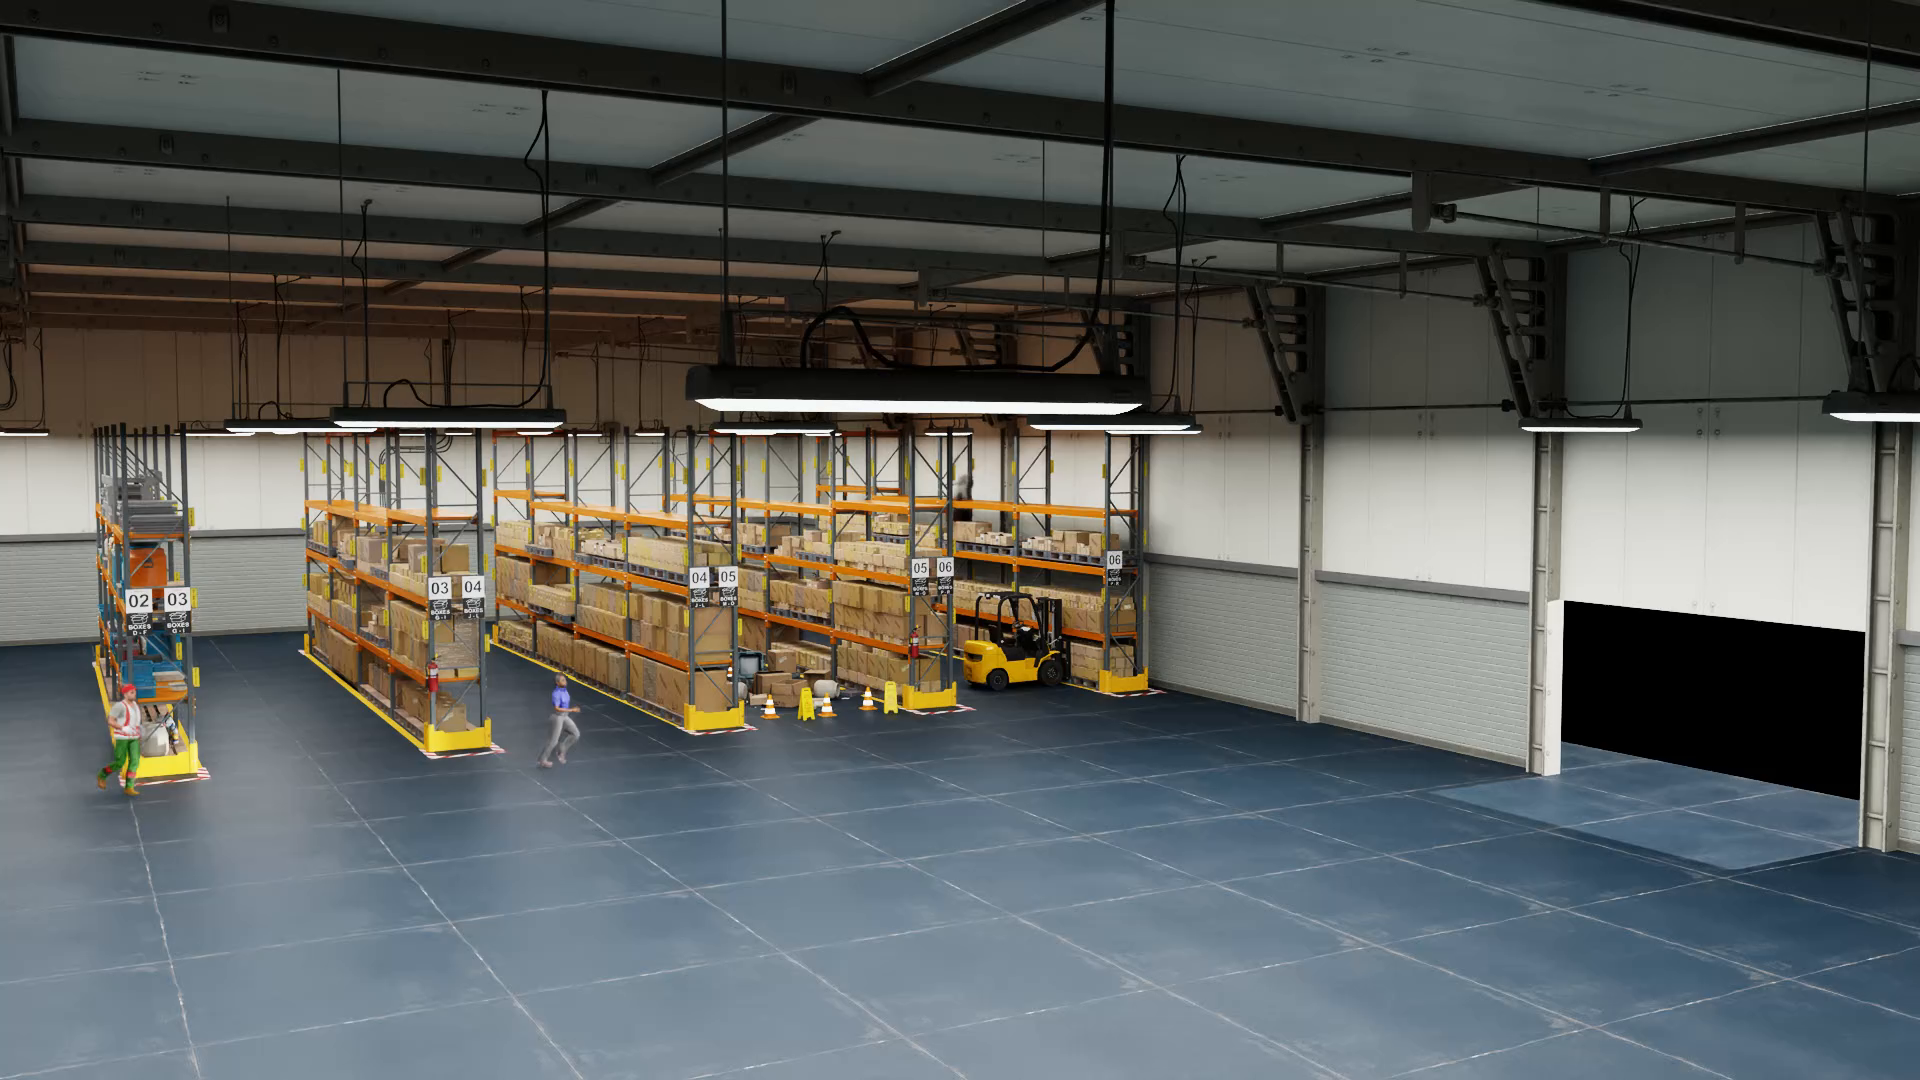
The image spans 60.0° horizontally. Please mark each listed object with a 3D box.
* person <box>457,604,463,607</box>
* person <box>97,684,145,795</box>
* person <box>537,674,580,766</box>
[{"bbox_3d":[-14.313,2.155,46.779,0.704,1.465,0.559,0,3,0],"label":"person"},{"bbox_3d":[-13.540,3.214,26.941,0.857,1.762,0.693,1,4,16],"label":"person"},{"bbox_3d":[-6.966,3.136,29.036,0.817,1.608,0.588,1,4,16],"label":"person"}]
